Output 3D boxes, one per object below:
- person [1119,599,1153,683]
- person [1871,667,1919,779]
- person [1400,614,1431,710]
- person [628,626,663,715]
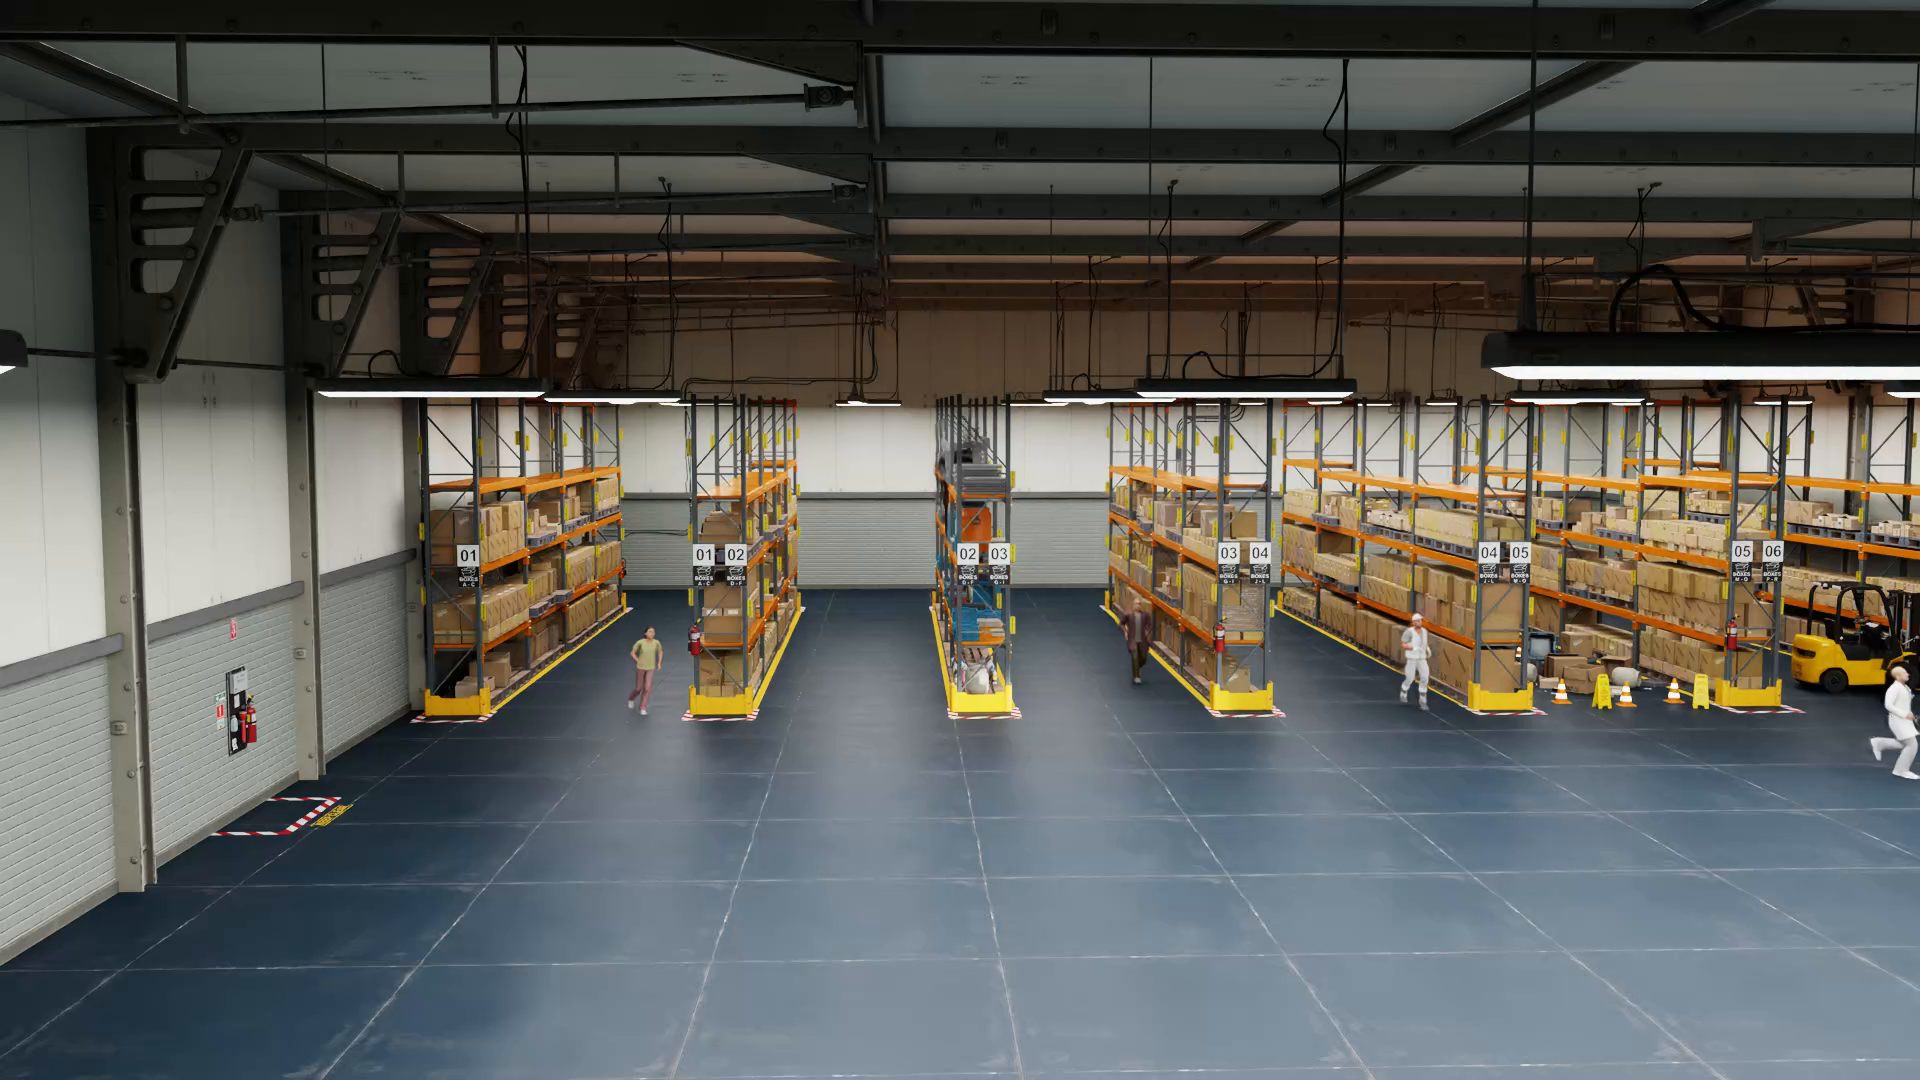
[{"bbox_3d":[3.700,2.108,34.920,0.715,1.733,0.813,0,5,-4],"label":"person"},{"bbox_3d":[14.634,2.836,26.002,0.711,1.725,0.722,4,6,38],"label":"person"},{"bbox_3d":[8.744,2.328,31.892,0.681,1.857,0.785,-1,5,-16],"label":"person"},{"bbox_3d":[-5.896,2.430,31.386,0.622,1.638,0.776,-2,5,-25],"label":"person"}]
